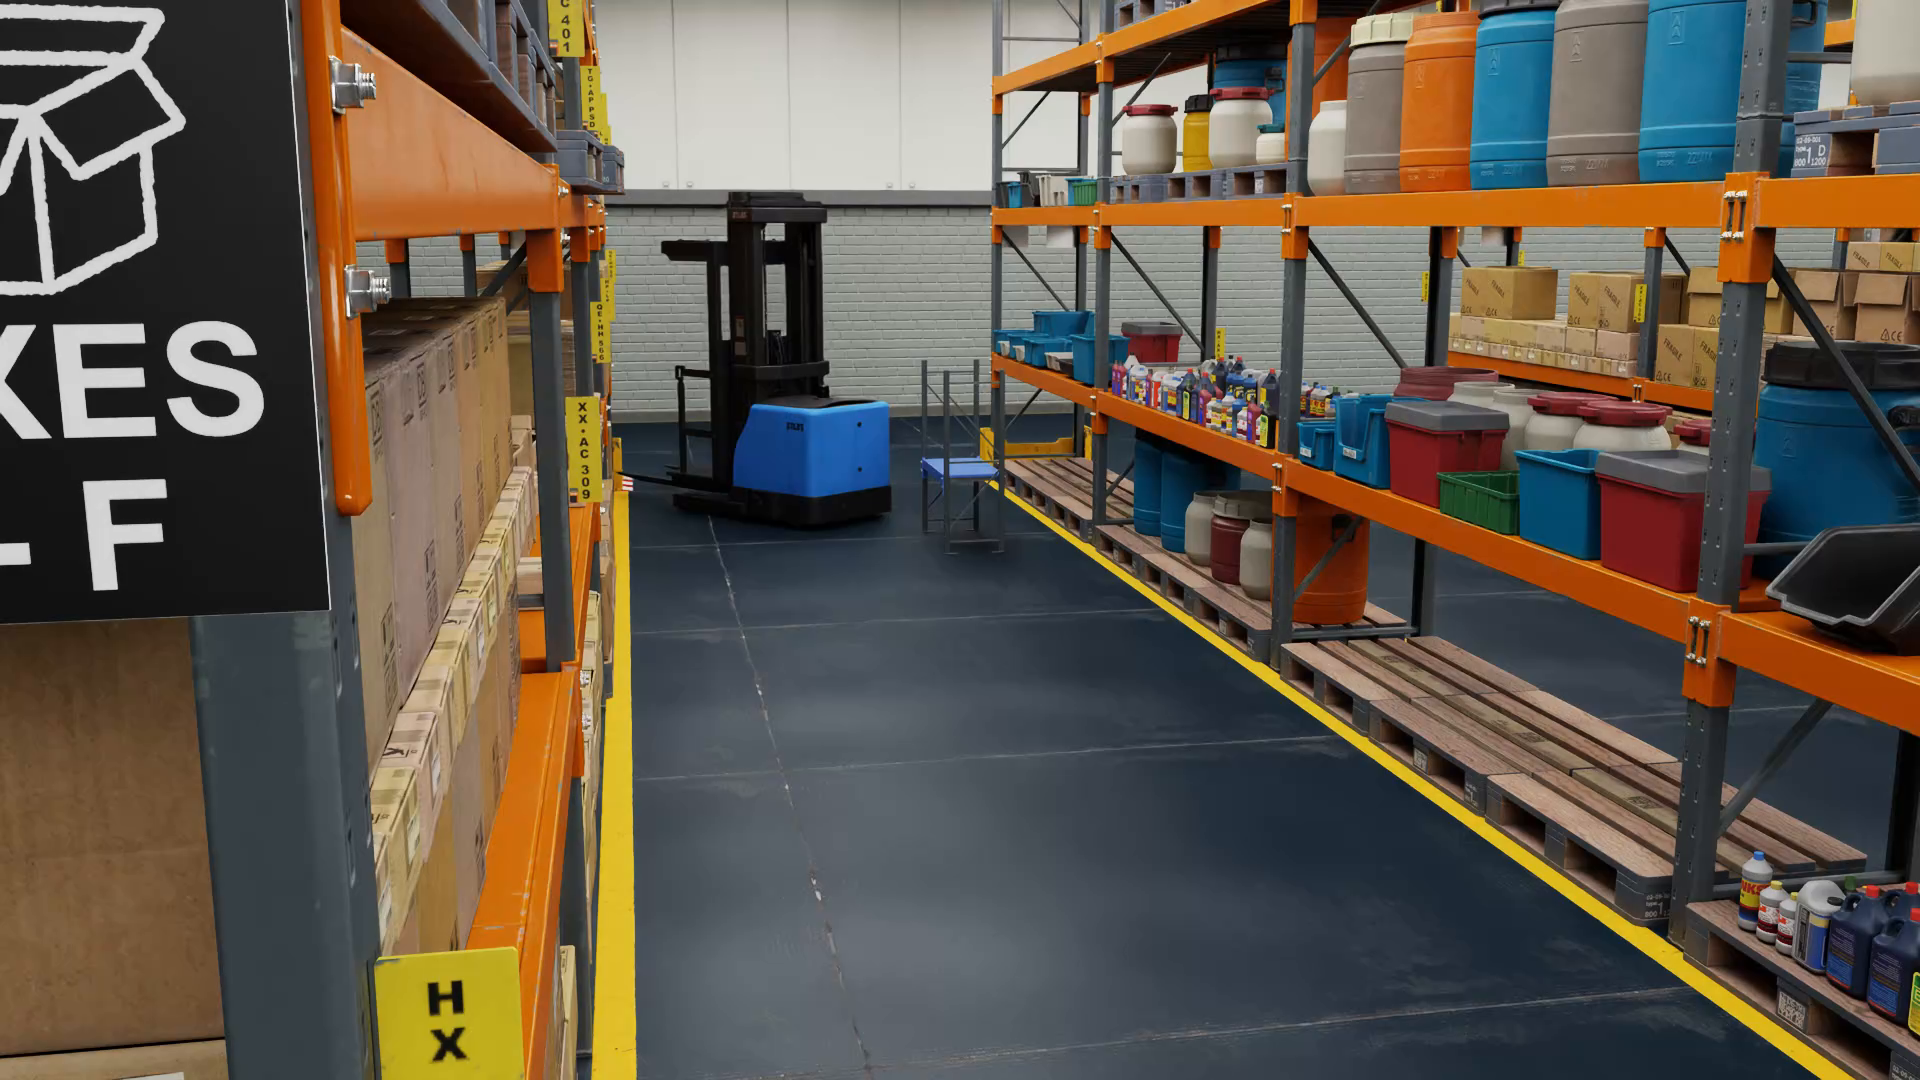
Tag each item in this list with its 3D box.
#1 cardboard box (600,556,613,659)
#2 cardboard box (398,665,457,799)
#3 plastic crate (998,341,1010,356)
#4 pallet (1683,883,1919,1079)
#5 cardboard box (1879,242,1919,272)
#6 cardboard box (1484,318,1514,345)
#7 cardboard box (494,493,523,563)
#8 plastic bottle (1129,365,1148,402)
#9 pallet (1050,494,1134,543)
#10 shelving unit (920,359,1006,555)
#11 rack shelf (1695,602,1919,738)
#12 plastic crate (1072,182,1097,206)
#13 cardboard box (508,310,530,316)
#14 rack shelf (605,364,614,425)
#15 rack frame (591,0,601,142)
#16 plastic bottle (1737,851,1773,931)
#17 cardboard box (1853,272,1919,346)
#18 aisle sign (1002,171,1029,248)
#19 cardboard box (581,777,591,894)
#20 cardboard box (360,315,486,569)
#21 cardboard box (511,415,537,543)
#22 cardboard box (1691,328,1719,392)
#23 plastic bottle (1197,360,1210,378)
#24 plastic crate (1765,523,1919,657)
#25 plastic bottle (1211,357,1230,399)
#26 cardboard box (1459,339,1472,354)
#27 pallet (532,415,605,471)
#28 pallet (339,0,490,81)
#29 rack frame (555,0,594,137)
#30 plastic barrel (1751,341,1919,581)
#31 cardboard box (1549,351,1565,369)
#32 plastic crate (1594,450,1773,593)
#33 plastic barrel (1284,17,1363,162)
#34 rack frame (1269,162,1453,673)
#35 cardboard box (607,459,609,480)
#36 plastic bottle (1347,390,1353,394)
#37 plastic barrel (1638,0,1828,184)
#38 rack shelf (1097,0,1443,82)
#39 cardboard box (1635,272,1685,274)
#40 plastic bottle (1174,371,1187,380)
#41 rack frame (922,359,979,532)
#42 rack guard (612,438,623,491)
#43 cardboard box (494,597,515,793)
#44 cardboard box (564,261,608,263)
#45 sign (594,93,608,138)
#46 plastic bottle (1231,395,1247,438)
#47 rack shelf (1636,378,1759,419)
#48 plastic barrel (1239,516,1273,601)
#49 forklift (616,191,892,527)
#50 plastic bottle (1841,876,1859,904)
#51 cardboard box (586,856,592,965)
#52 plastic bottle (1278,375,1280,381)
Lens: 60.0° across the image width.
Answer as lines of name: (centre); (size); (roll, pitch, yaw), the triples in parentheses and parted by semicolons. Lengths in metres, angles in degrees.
cardboard box: (-2.282, 0.393, 9.618); (0.500, 0.500, 0.500); (-2, 11, -9)
cardboard box: (-0.985, 0.305, 2.567); (0.380, 0.149, 0.250); (-3, 11, -13)
plastic crate: (0.536, -1.952, 16.977); (0.250, 0.136, 0.298); (-2, 11, -11)
pallet: (3.254, 1.524, 5.626); (1.003, 0.211, 1.213); (-2, 11, -11)
cardboard box: (10.505, -3.016, 18.281); (0.500, 0.500, 0.500); (-2, 11, -9)
cardboard box: (5.719, -2.139, 17.018); (0.500, 0.250, 0.500); (-2, 11, -13)
cardboard box: (-1.333, -0.024, 4.296); (0.380, 0.149, 0.250); (-2, 11, -13)
plastic bottle: (1.395, -1.211, 12.869); (0.152, 0.276, 0.135); (-2, 11, -11)
pallet: (1.427, -0.202, 14.691); (1.003, 0.211, 1.213); (-2, 11, -11)
shelving unit: (0.017, -0.721, 13.974); (0.538, 1.500, 1.048); (-2, 11, -11)
rack shelf: (3.553, 0.749, 4.160); (1.077, 0.370, 4.000); (-2, 11, -11)
plastic crate: (1.229, -2.874, 13.819); (0.450, 0.188, 0.662); (-2, 11, -11)
cardboard box: (-3.379, -1.419, 12.239); (0.700, 0.500, 0.500); (-6, 12, -30)
rack shelf: (-3.641, -1.272, 14.781); (1.077, 0.370, 4.000); (-2, 11, -11)
rack frame: (-4.030, -4.939, 16.080); (1.000, 3.000, 0.127); (-2, 11, -11)
plastic bottle: (2.796, 1.228, 5.844); (0.097, 0.271, 0.097); (0, 11, 0)
cardboard box: (6.994, -1.681, 12.054); (0.797, 0.503, 0.637); (-2, 11, -10)
aisle sign: (0.525, -3.451, 17.353); (0.394, 0.787, 0.004); (-2, 11, -11)
cardboard box: (-1.532, 0.993, 5.689); (0.500, 0.311, 0.500); (-2, 11, -11)
cardboard box: (-1.407, -0.212, 3.551); (0.700, 0.500, 0.500); (-2, 11, -11)
cardboard box: (-2.131, -0.267, 7.309); (0.500, 0.500, 0.500); (-3, 11, -14)
cardboard box: (6.409, -1.482, 13.691); (0.500, 0.500, 0.500); (-2, 11, -11)
plastic bottle: (2.002, -1.317, 13.423); (0.152, 0.276, 0.135); (-2, 11, -11)
plastic crate: (3.141, 0.160, 5.497); (0.767, 0.338, 0.504); (-2, 11, -11)
plastic bottle: (2.002, -1.218, 12.705); (0.144, 0.351, 0.185); (-2, 11, -11)
cardboard box: (5.535, -2.057, 17.655); (0.380, 0.149, 0.250); (-2, 11, -12)
pallet: (-2.674, -0.552, 9.590); (1.213, 0.211, 1.003); (-2, 11, -11)
pallet: (-1.030, -0.618, 1.637); (1.003, 0.211, 1.213); (-2, 11, -11)
rack frame: (-3.252, -4.206, 12.225); (1.000, 3.000, 0.127); (-2, 11, -11)
plastic barrel: (3.386, -0.299, 6.404); (0.600, 0.901, 0.708); (-2, 11, -11)
cardboard box: (5.885, -1.727, 15.922); (0.380, 0.149, 0.250); (-2, 11, -10)
plastic crate: (2.770, -0.080, 6.423); (0.402, 0.464, 0.583); (-2, 11, -11)
plastic barrel: (2.278, -2.699, 10.062); (0.600, 0.830, 0.708); (-2, 11, -11)
rack frame: (2.386, -0.704, 9.875); (1.000, 3.000, 0.127); (-2, 11, -11)
cardboard box: (-3.527, -0.591, 15.459); (0.500, 0.250, 0.500); (-2, 11, -11)
plastic bottle: (2.548, -0.849, 10.948); (0.061, 0.283, 0.133); (-2, 11, -11)
plastic barrel: (2.852, -1.776, 6.142); (0.600, 0.901, 0.708); (-2, 11, -11)
rack shelf: (1.997, -3.468, 11.346); (1.077, 0.370, 4.000); (-2, 11, -11)
cardboard box: (6.536, -2.247, 15.578); (0.500, 0.500, 0.500); (-2, 11, -11)
plastic bottle: (1.654, -1.114, 12.359); (0.152, 0.276, 0.135); (-2, 11, -11)
rack frame: (-0.082, -0.814, 14.464); (0.500, 1.500, 0.032); (-2, 11, -11)
rack guard: (-4.015, -0.750, 16.801); (1.175, 0.500, 0.348); (-2, 11, -11)
cardboard box: (-1.494, 0.337, 4.135); (0.700, 0.500, 0.500); (-2, 11, -12)
cardboard box: (-3.574, -2.368, 15.675); (0.500, 0.500, 0.500); (-2, 11, -9)
sign: (-2.708, -3.200, 12.530); (0.100, 0.325, 0.005); (-2, 11, -11)
plastic bottle: (1.801, -0.800, 10.720); (0.097, 0.271, 0.097); (0, 11, 0)
rack shelf: (6.855, -0.898, 12.816); (1.077, 0.370, 4.000); (-2, 11, -11)
plastic barrel: (2.077, 0.122, 11.063); (0.421, 0.512, 0.421); (0, 11, 0)
forklift: (-2.066, -1.755, 15.578); (3.031, 2.935, 1.130); (9, 14, 40)
plastic bottle: (2.990, 1.276, 5.557); (0.061, 0.283, 0.133); (-2, 11, -11)
cardboard box: (-1.531, 1.270, 5.731); (0.500, 0.250, 0.500); (-2, 11, -12)
plastic bottle: (2.322, -1.055, 11.849); (0.144, 0.351, 0.185); (-2, 11, -11)
